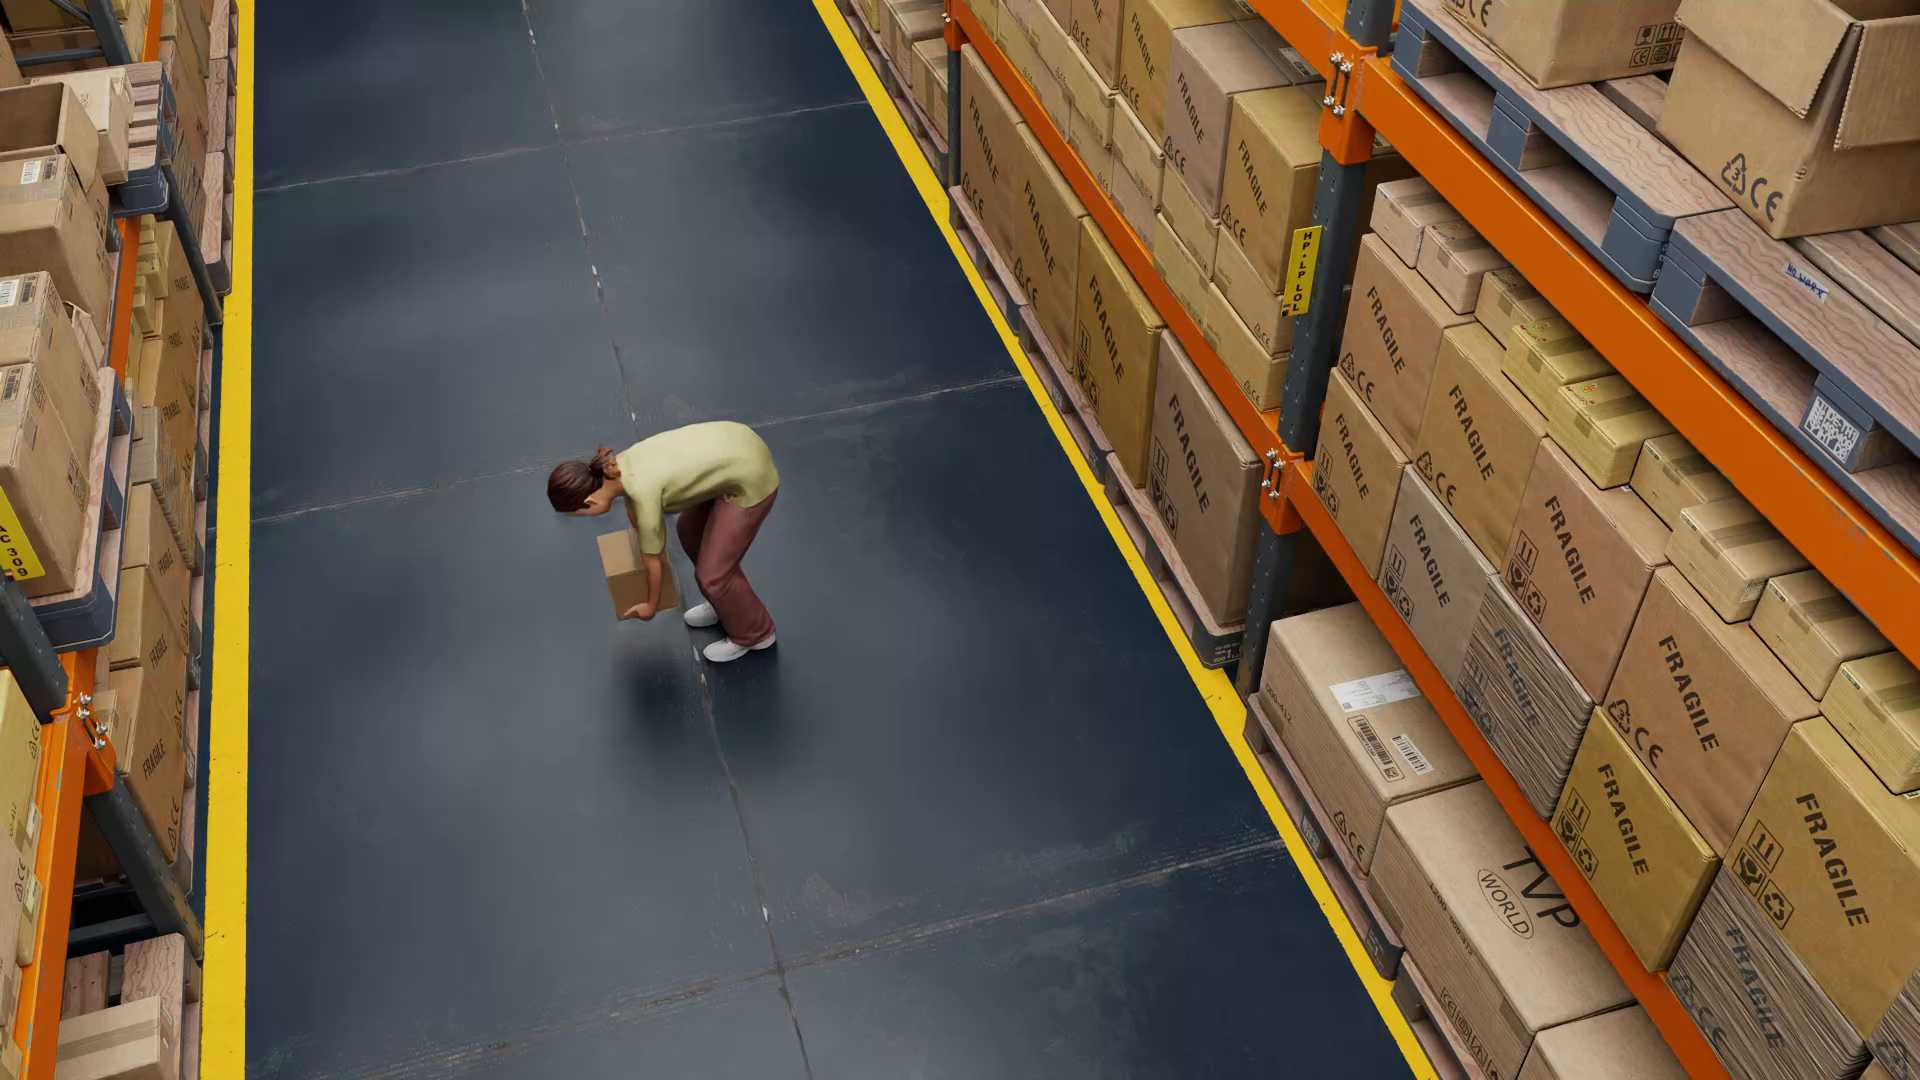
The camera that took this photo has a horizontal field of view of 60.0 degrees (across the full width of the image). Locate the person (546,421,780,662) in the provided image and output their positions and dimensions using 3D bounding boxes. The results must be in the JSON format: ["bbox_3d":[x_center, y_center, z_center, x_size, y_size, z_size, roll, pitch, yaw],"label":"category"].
[{"bbox_3d":[-1.130,0.027,6.572,0.872,1.084,0.423,-13,44,-14],"label":"person"}]
